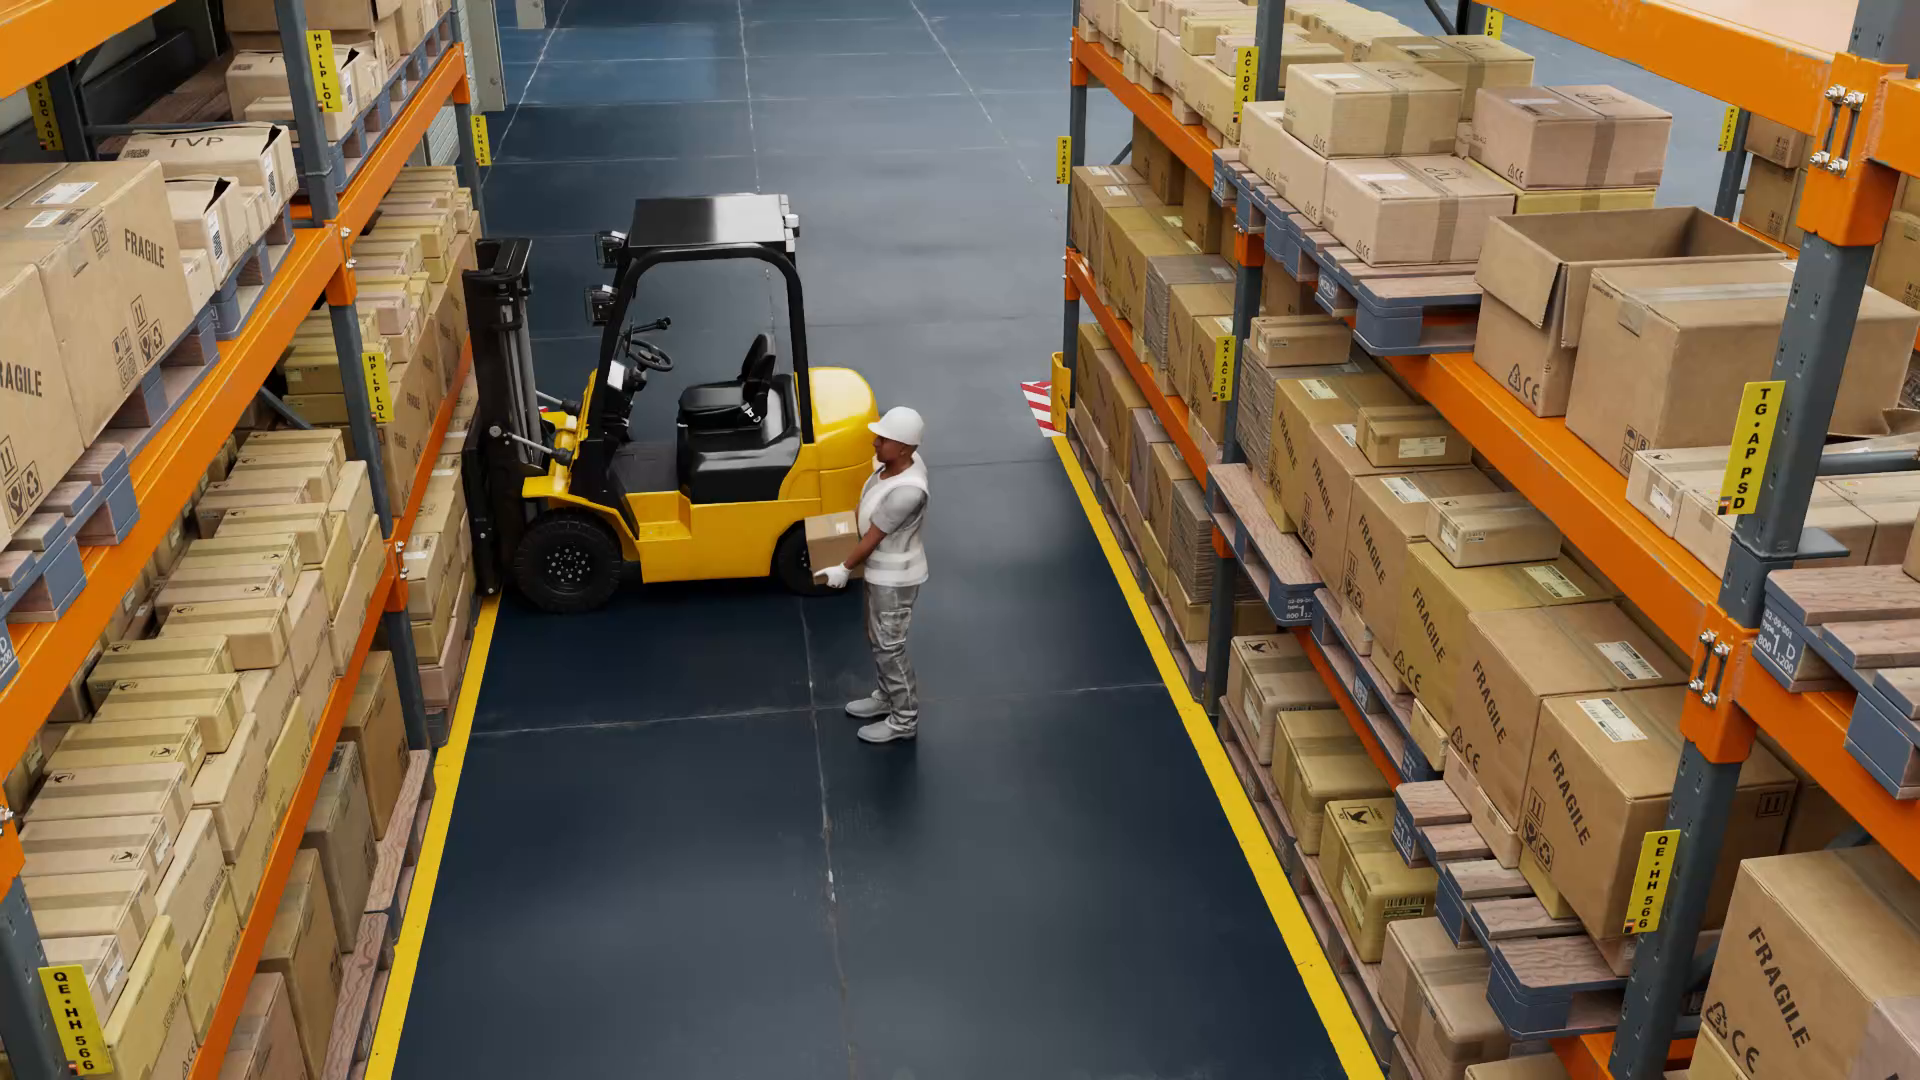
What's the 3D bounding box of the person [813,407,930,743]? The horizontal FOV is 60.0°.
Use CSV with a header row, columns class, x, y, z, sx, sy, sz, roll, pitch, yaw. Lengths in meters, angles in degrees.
class,x,y,z,sx,sy,sz,roll,pitch,yaw
person,-0.439,0.173,8.259,0.583,1.778,0.488,-3,27,-6
